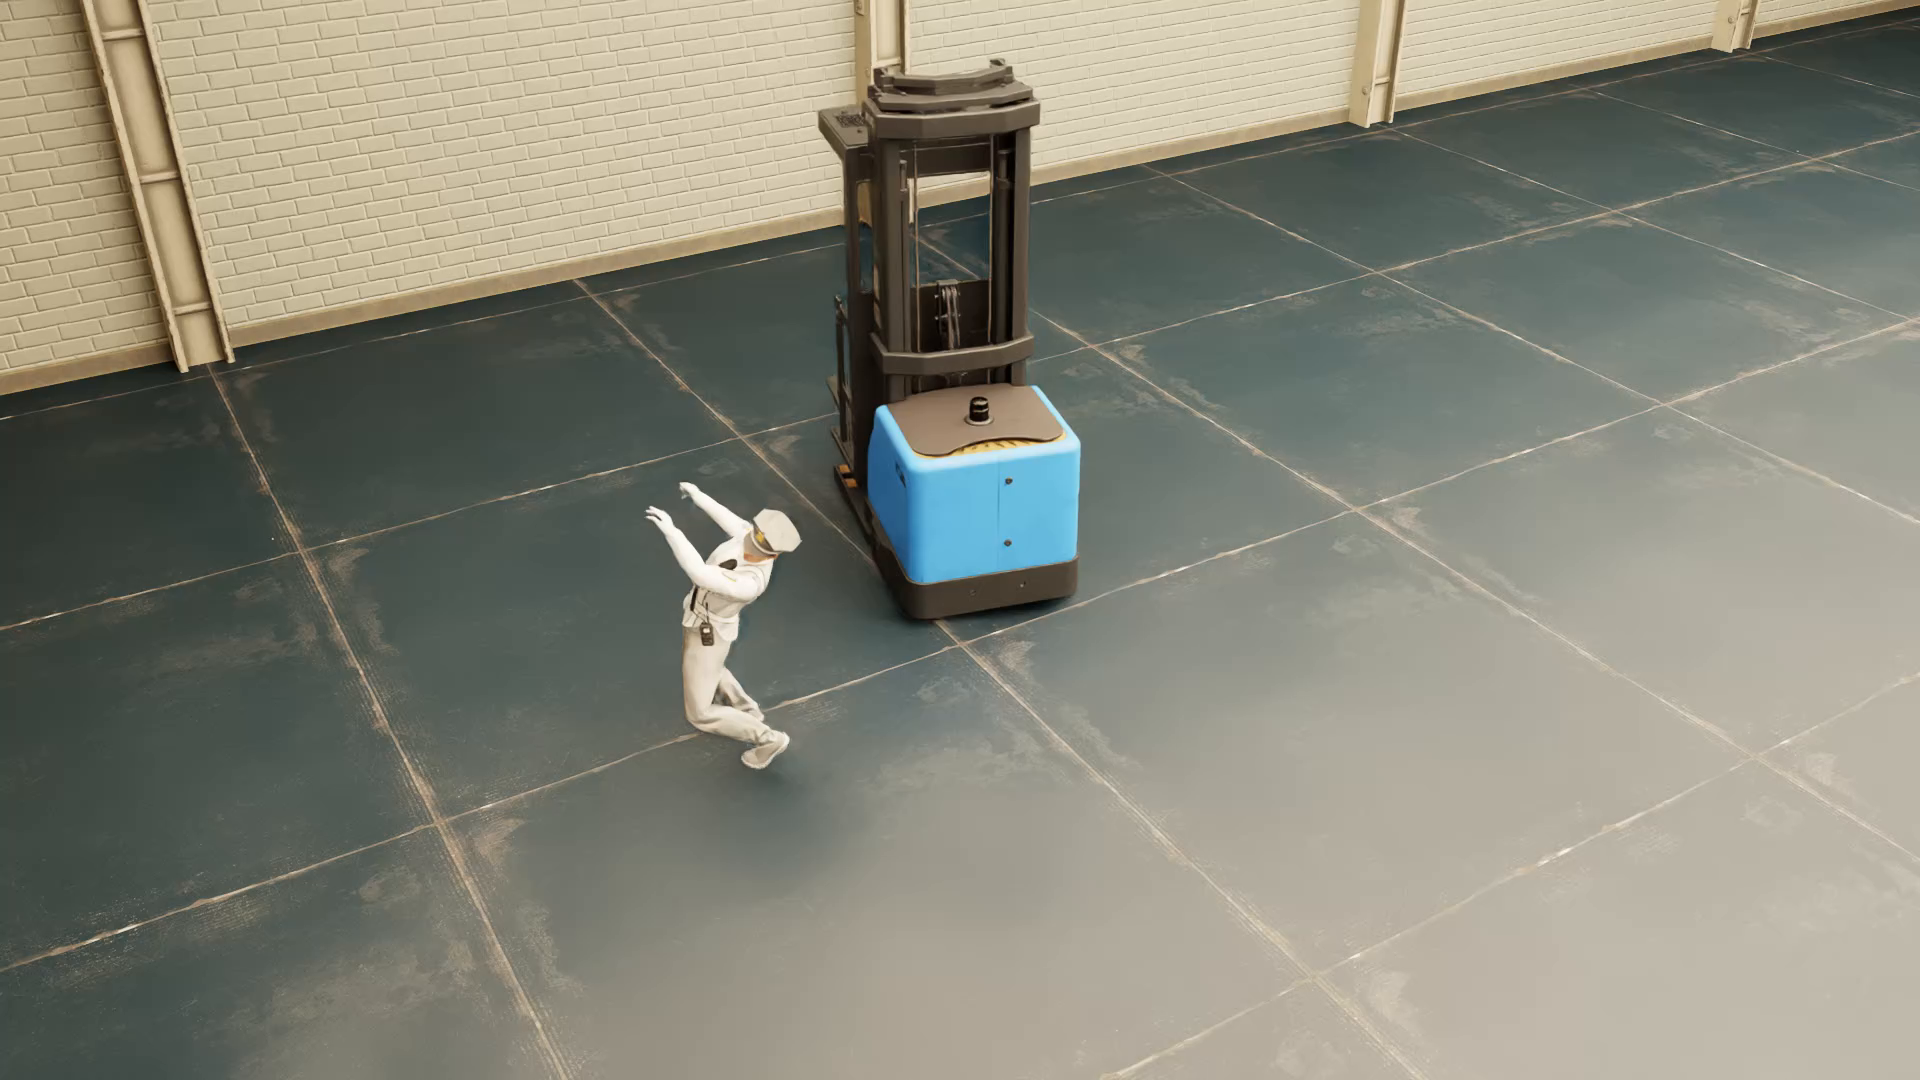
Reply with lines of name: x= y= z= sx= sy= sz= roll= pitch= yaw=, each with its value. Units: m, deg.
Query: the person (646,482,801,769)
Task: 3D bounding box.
person: x=-1.165 y=0.329 z=8.454 sx=0.716 sy=1.515 sz=0.979 roll=-5 pitch=31 yaw=-8

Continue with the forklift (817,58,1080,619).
forklift: x=-0.211 y=-1.546 z=10.229 sx=1.130 sy=2.935 sz=3.031 roll=-9 pitch=32 yaw=-14
